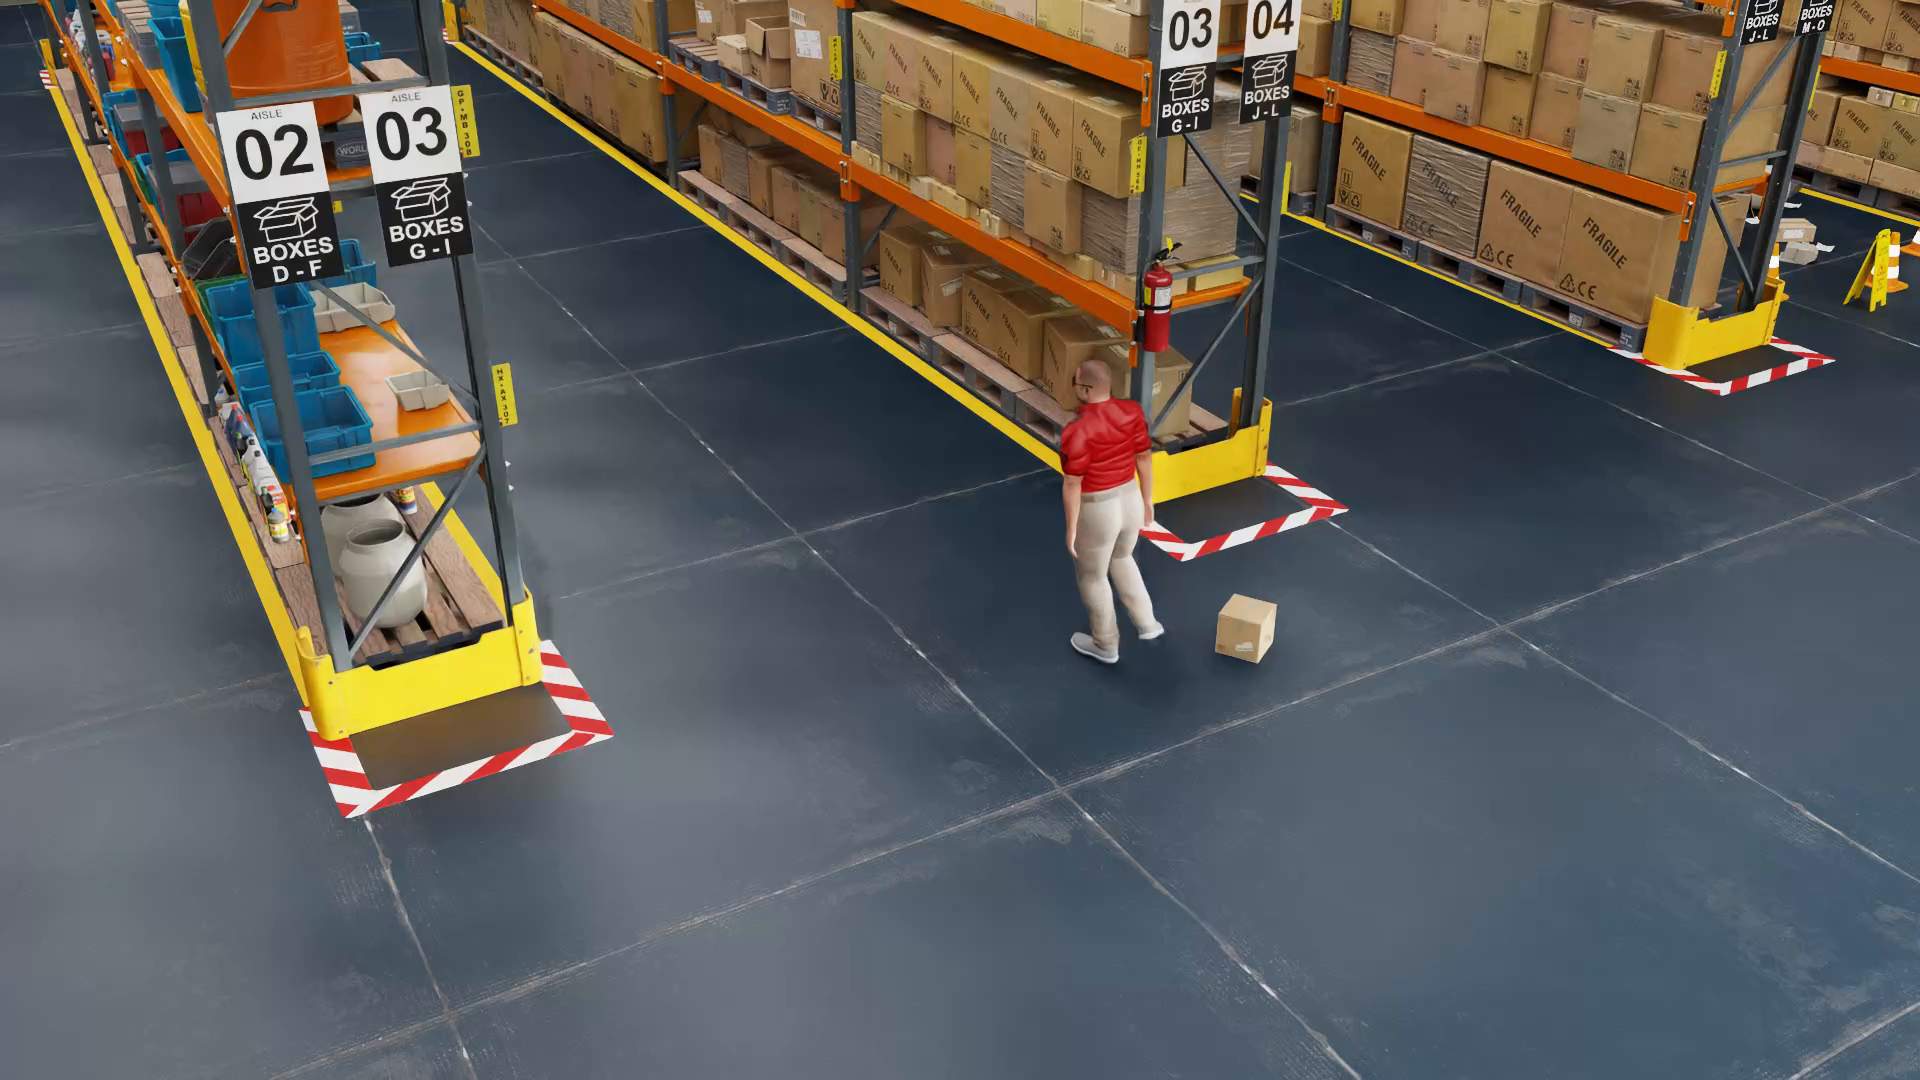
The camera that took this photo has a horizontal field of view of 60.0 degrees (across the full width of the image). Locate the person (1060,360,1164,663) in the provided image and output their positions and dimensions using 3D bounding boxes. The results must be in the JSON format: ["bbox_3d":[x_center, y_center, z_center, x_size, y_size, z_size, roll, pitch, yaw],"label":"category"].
[{"bbox_3d":[0.813,-0.121,8.794,0.605,1.719,0.535,-19,34,-31],"label":"person"}]
